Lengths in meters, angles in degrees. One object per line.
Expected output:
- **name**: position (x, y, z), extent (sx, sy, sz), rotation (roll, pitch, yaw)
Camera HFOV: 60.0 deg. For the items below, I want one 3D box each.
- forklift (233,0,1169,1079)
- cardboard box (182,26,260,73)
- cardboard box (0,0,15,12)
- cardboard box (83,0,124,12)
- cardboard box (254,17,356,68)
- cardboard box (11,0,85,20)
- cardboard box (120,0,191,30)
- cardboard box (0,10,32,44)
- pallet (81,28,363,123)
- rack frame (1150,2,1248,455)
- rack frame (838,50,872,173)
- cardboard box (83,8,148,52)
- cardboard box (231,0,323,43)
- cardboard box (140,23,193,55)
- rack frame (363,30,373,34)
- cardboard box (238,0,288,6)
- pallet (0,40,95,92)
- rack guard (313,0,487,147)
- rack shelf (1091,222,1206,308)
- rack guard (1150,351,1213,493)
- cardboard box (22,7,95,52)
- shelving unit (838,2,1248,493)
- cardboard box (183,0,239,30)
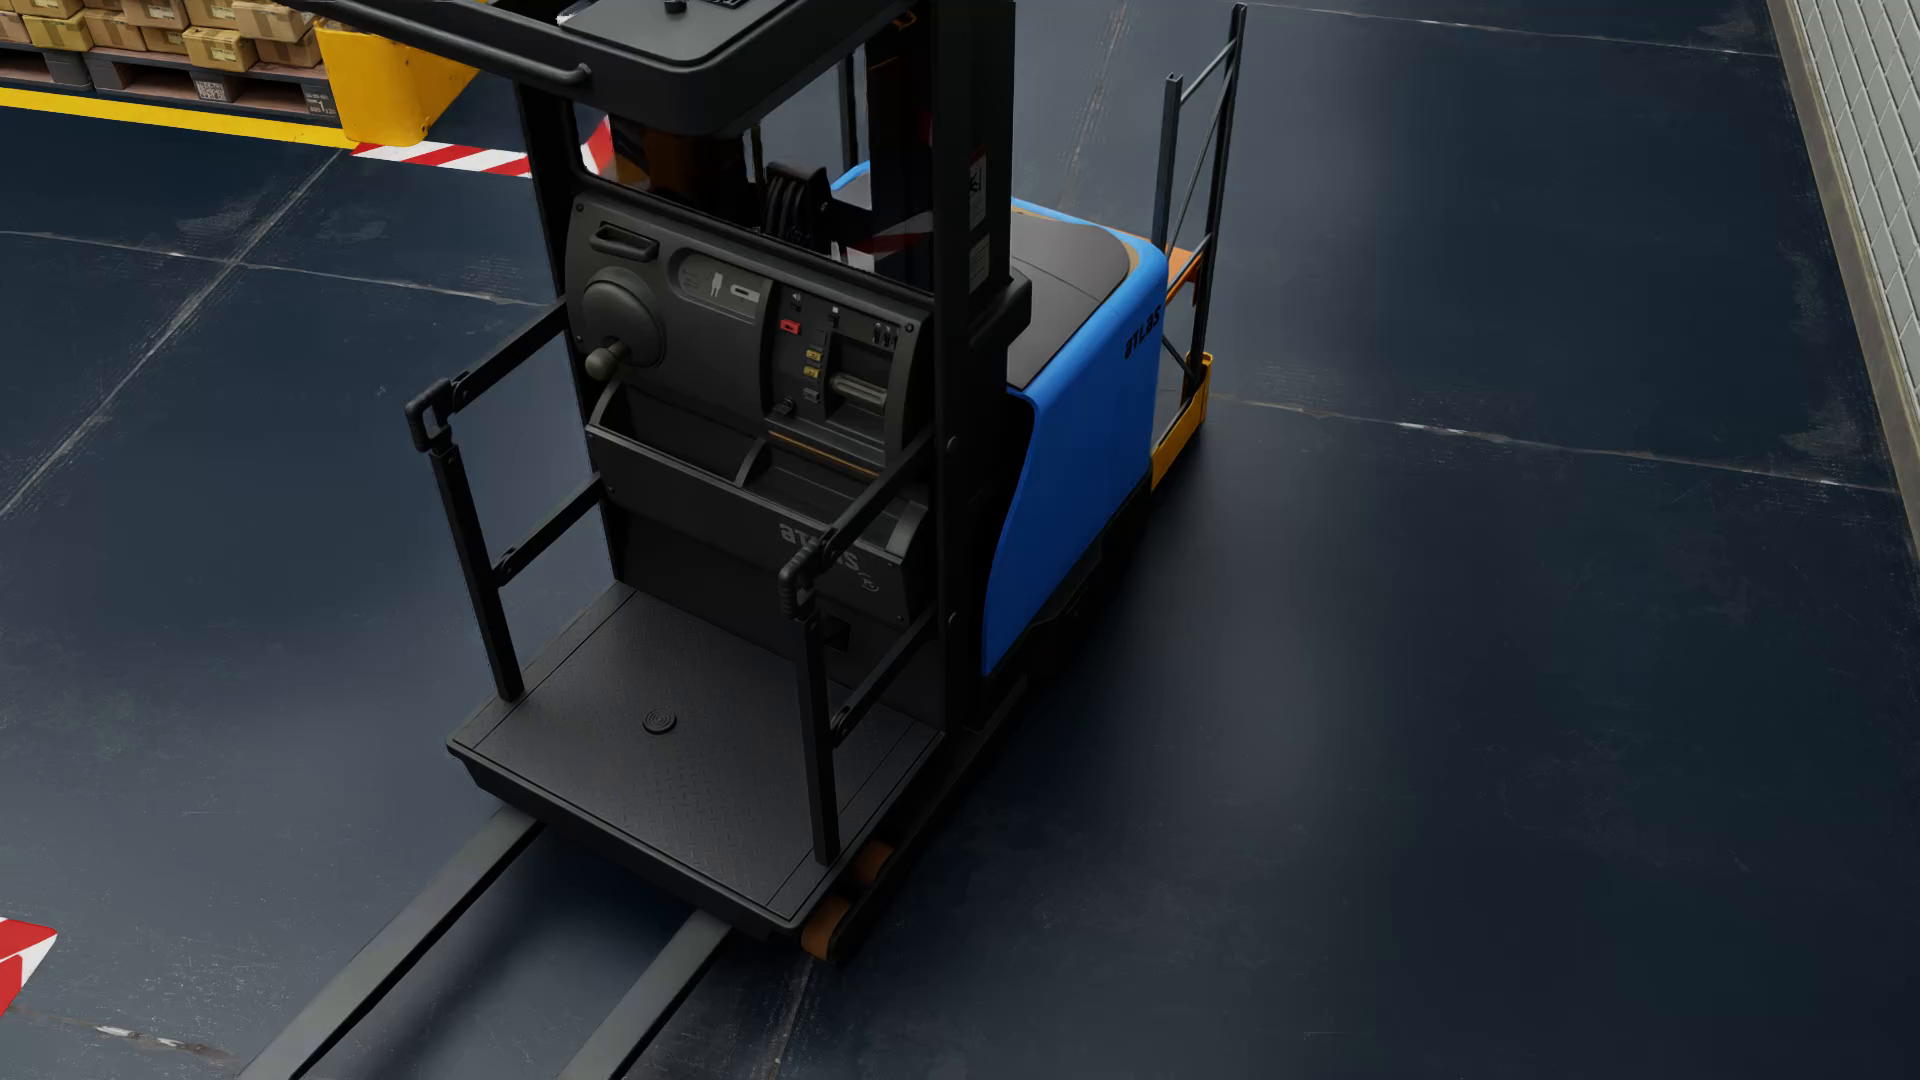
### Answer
- **forklift**: position (-0.602, -0.379, 3.530), extent (1.130, 2.935, 3.031), rotation (23, 48, 22)
- **cardboard box**: position (-3.077, -2.158, 7.082), extent (0.250, 0.149, 0.380), rotation (10, 45, 10)
- **cardboard box**: position (-4.084, -2.442, 7.162), extent (0.250, 0.149, 0.380), rotation (11, 45, 11)
- **cardboard box**: position (-3.569, -2.431, 7.151), extent (0.250, 0.149, 0.380), rotation (8, 45, 9)
- **cardboard box**: position (-2.804, -2.188, 7.113), extent (0.250, 0.149, 0.380), rotation (10, 45, 10)
- **cardboard box**: position (-3.837, -2.390, 7.109), extent (0.250, 0.149, 0.380), rotation (9, 45, 10)
- **cardboard box**: position (-3.329, -2.321, 7.036), extent (0.250, 0.149, 0.380), rotation (7, 44, 7)
- **cardboard box**: position (-4.084, -2.336, 7.267), extent (0.250, 0.149, 0.380), rotation (10, 45, 10)
- **pallet**: position (-3.104, -2.279, 7.465), extent (1.213, 0.211, 1.003), rotation (9, 45, 9)
- **rack frame**: position (0.670, -0.808, 5.008), extent (0.032, 1.500, 0.500), rotation (21, 48, 20)
- **rack frame**: position (-0.221, -1.148, 5.361), extent (0.032, 1.500, 0.500), rotation (21, 48, 20)
- **cardboard box**: position (-3.559, -2.285, 7.214), extent (0.250, 0.149, 0.380), rotation (9, 45, 9)
- **cardboard box**: position (-2.822, -2.243, 6.956), extent (0.250, 0.149, 0.380), rotation (8, 44, 8)
- **cardboard box**: position (-3.316, -2.256, 7.184), extent (0.250, 0.149, 0.380), rotation (9, 45, 9)
- **rack frame**: position (-2.244, -3.125, 6.334), extent (0.127, 3.000, 1.000), rotation (9, 45, 9)
- **cardboard box**: position (-2.816, -2.372, 6.875), extent (0.250, 0.149, 0.380), rotation (9, 45, 10)
- **pallet**: position (-4.291, -2.465, 7.659), extent (1.213, 0.211, 1.003), rotation (9, 45, 9)
- **rack guard**: position (-2.319, -2.236, 7.212), extent (0.348, 0.500, 1.175), rotation (9, 45, 9)
- **rack shelf**: position (0.225, -0.848, 5.309), extent (1.000, 0.185, 0.538), rotation (21, 48, 20)
- **rack guard**: position (0.669, -0.359, 5.442), extent (0.087, 0.250, 0.587), rotation (21, 48, 20)
- **cardboard box**: position (-3.822, -2.281, 7.210), extent (0.250, 0.149, 0.380), rotation (7, 44, 7)
- **shelving unit**: position (0.233, -0.975, 5.181), extent (1.083, 1.500, 0.587), rotation (21, 48, 20)
- **cardboard box**: position (-3.065, -2.319, 7.035), extent (0.250, 0.149, 0.380), rotation (8, 44, 8)
